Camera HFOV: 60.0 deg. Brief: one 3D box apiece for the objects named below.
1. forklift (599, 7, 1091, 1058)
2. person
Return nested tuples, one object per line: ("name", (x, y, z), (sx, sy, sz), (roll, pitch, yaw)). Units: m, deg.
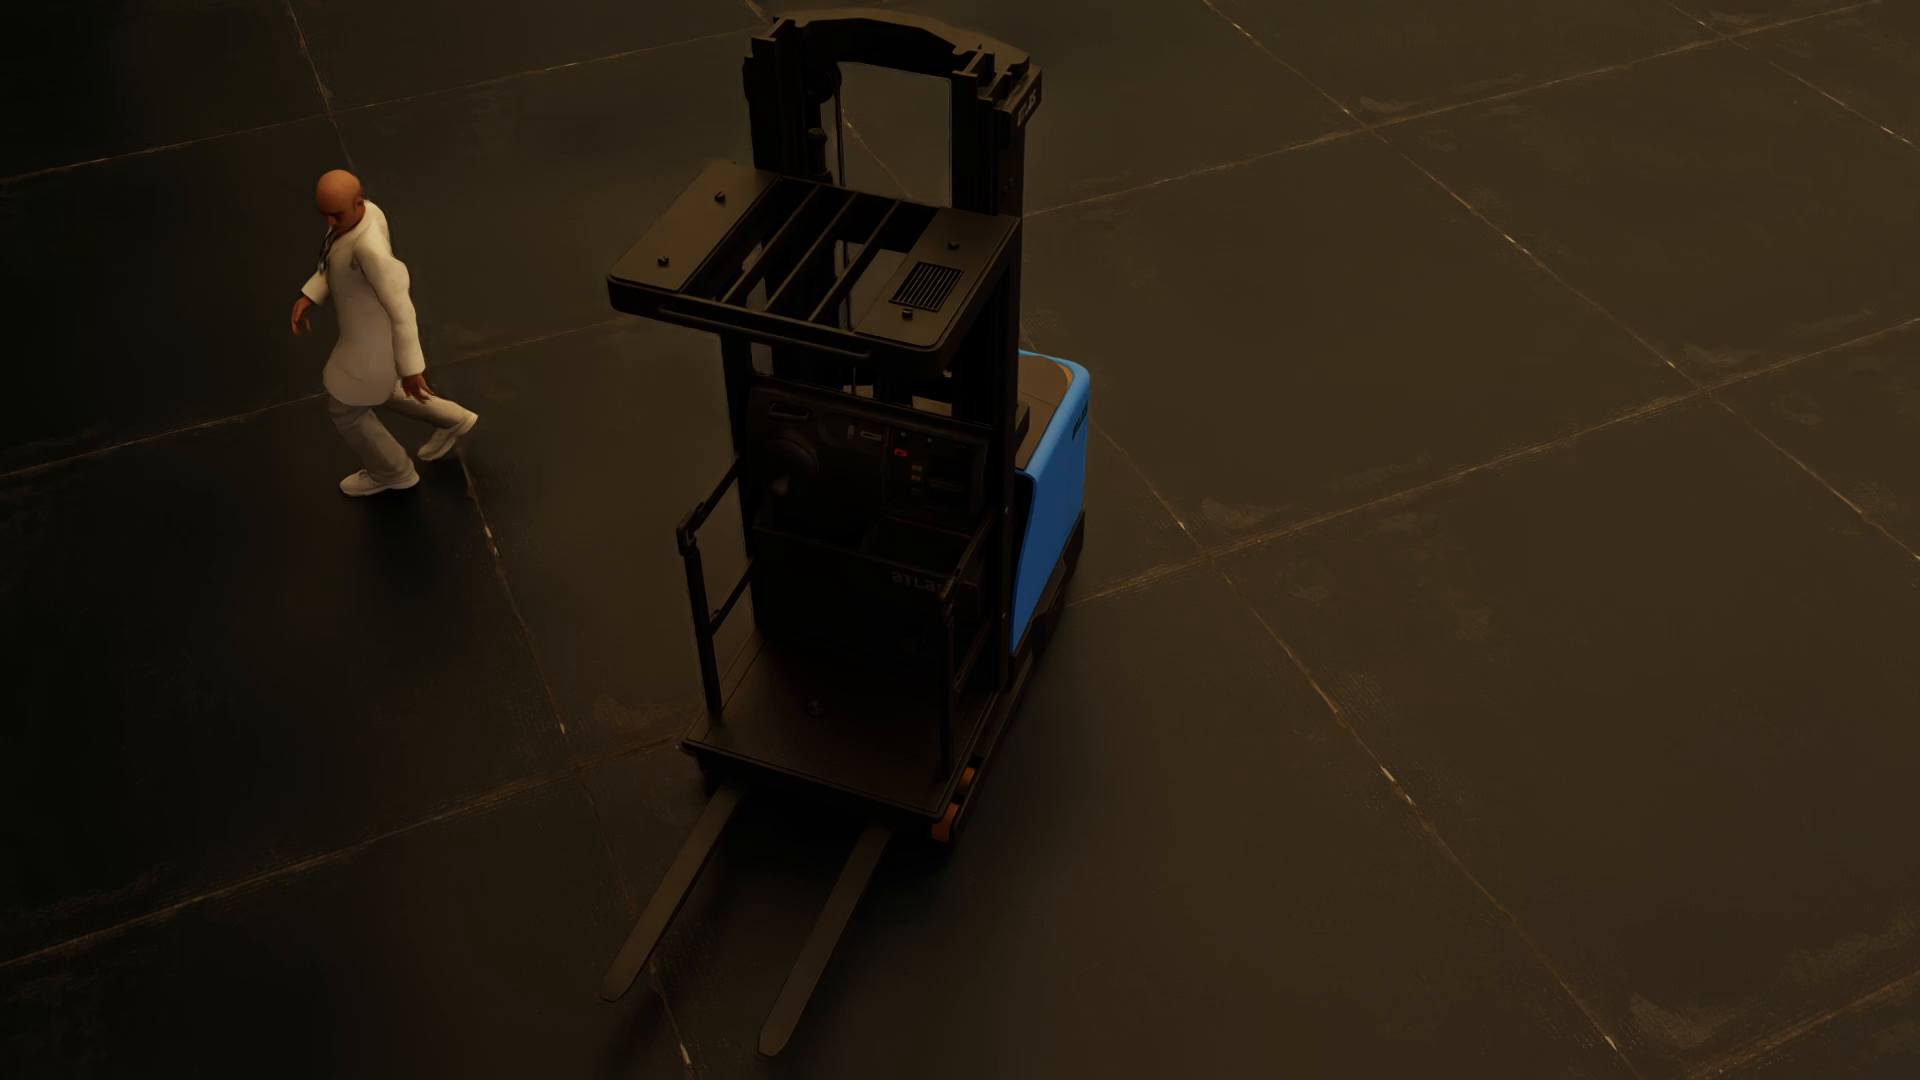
("forklift", (-0.419, -0.204, 5.899), (1.130, 2.935, 3.031), (14, 45, 15))
("person", (-2.670, -0.901, 7.543), (0.688, 1.719, 0.740), (-5, 43, -5))
